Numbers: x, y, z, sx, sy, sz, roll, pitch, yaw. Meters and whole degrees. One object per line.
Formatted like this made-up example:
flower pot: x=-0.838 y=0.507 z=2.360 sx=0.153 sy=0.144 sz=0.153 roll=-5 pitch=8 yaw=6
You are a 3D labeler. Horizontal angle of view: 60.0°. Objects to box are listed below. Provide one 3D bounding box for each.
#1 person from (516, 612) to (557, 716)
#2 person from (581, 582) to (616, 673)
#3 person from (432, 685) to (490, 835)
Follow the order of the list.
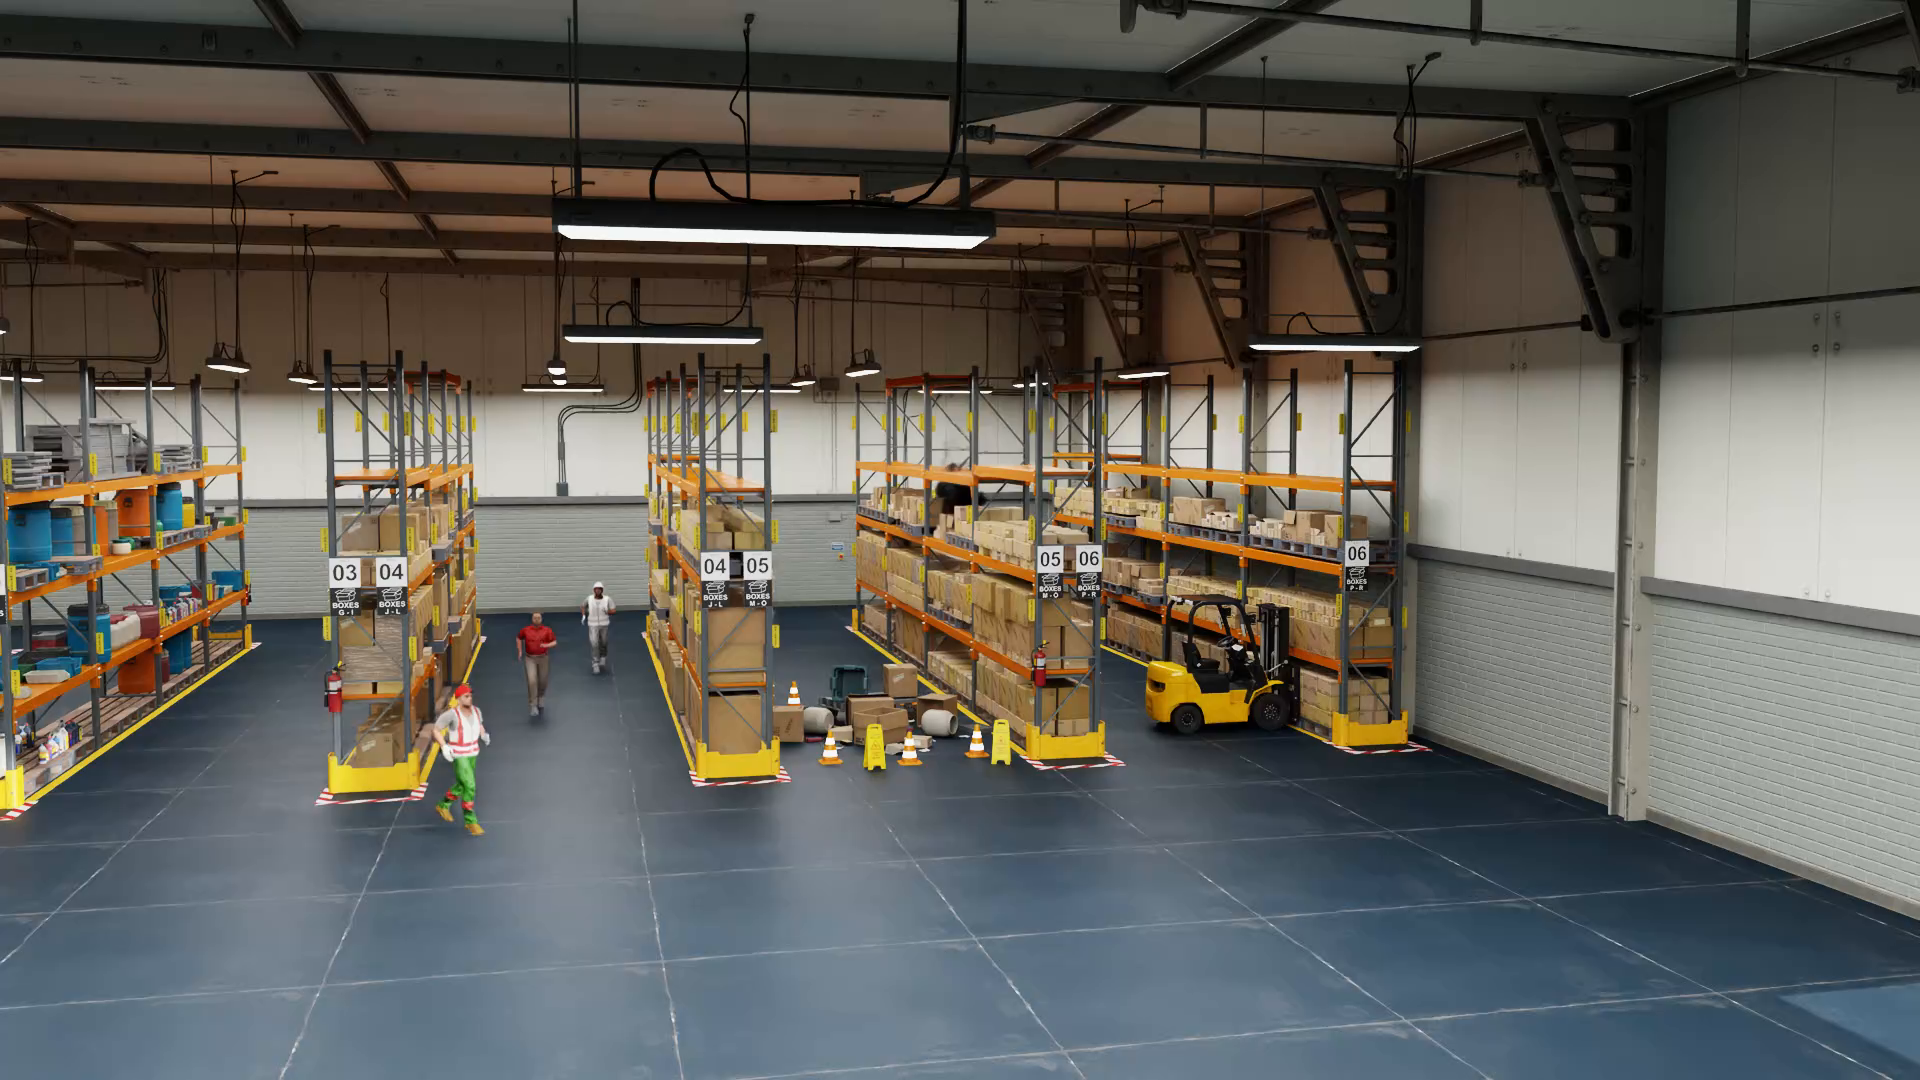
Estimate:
person: x=-7.336 y=2.112 z=28.846 sx=0.664 sy=1.733 sz=0.944 roll=-1 pitch=4 yaw=-18
person: x=-7.309 y=1.740 z=33.639 sx=0.670 sy=1.778 sz=0.985 roll=-1 pitch=4 yaw=-15
person: x=-6.144 y=2.673 z=20.494 sx=0.872 sy=1.810 sz=0.650 roll=2 pitch=4 yaw=27
